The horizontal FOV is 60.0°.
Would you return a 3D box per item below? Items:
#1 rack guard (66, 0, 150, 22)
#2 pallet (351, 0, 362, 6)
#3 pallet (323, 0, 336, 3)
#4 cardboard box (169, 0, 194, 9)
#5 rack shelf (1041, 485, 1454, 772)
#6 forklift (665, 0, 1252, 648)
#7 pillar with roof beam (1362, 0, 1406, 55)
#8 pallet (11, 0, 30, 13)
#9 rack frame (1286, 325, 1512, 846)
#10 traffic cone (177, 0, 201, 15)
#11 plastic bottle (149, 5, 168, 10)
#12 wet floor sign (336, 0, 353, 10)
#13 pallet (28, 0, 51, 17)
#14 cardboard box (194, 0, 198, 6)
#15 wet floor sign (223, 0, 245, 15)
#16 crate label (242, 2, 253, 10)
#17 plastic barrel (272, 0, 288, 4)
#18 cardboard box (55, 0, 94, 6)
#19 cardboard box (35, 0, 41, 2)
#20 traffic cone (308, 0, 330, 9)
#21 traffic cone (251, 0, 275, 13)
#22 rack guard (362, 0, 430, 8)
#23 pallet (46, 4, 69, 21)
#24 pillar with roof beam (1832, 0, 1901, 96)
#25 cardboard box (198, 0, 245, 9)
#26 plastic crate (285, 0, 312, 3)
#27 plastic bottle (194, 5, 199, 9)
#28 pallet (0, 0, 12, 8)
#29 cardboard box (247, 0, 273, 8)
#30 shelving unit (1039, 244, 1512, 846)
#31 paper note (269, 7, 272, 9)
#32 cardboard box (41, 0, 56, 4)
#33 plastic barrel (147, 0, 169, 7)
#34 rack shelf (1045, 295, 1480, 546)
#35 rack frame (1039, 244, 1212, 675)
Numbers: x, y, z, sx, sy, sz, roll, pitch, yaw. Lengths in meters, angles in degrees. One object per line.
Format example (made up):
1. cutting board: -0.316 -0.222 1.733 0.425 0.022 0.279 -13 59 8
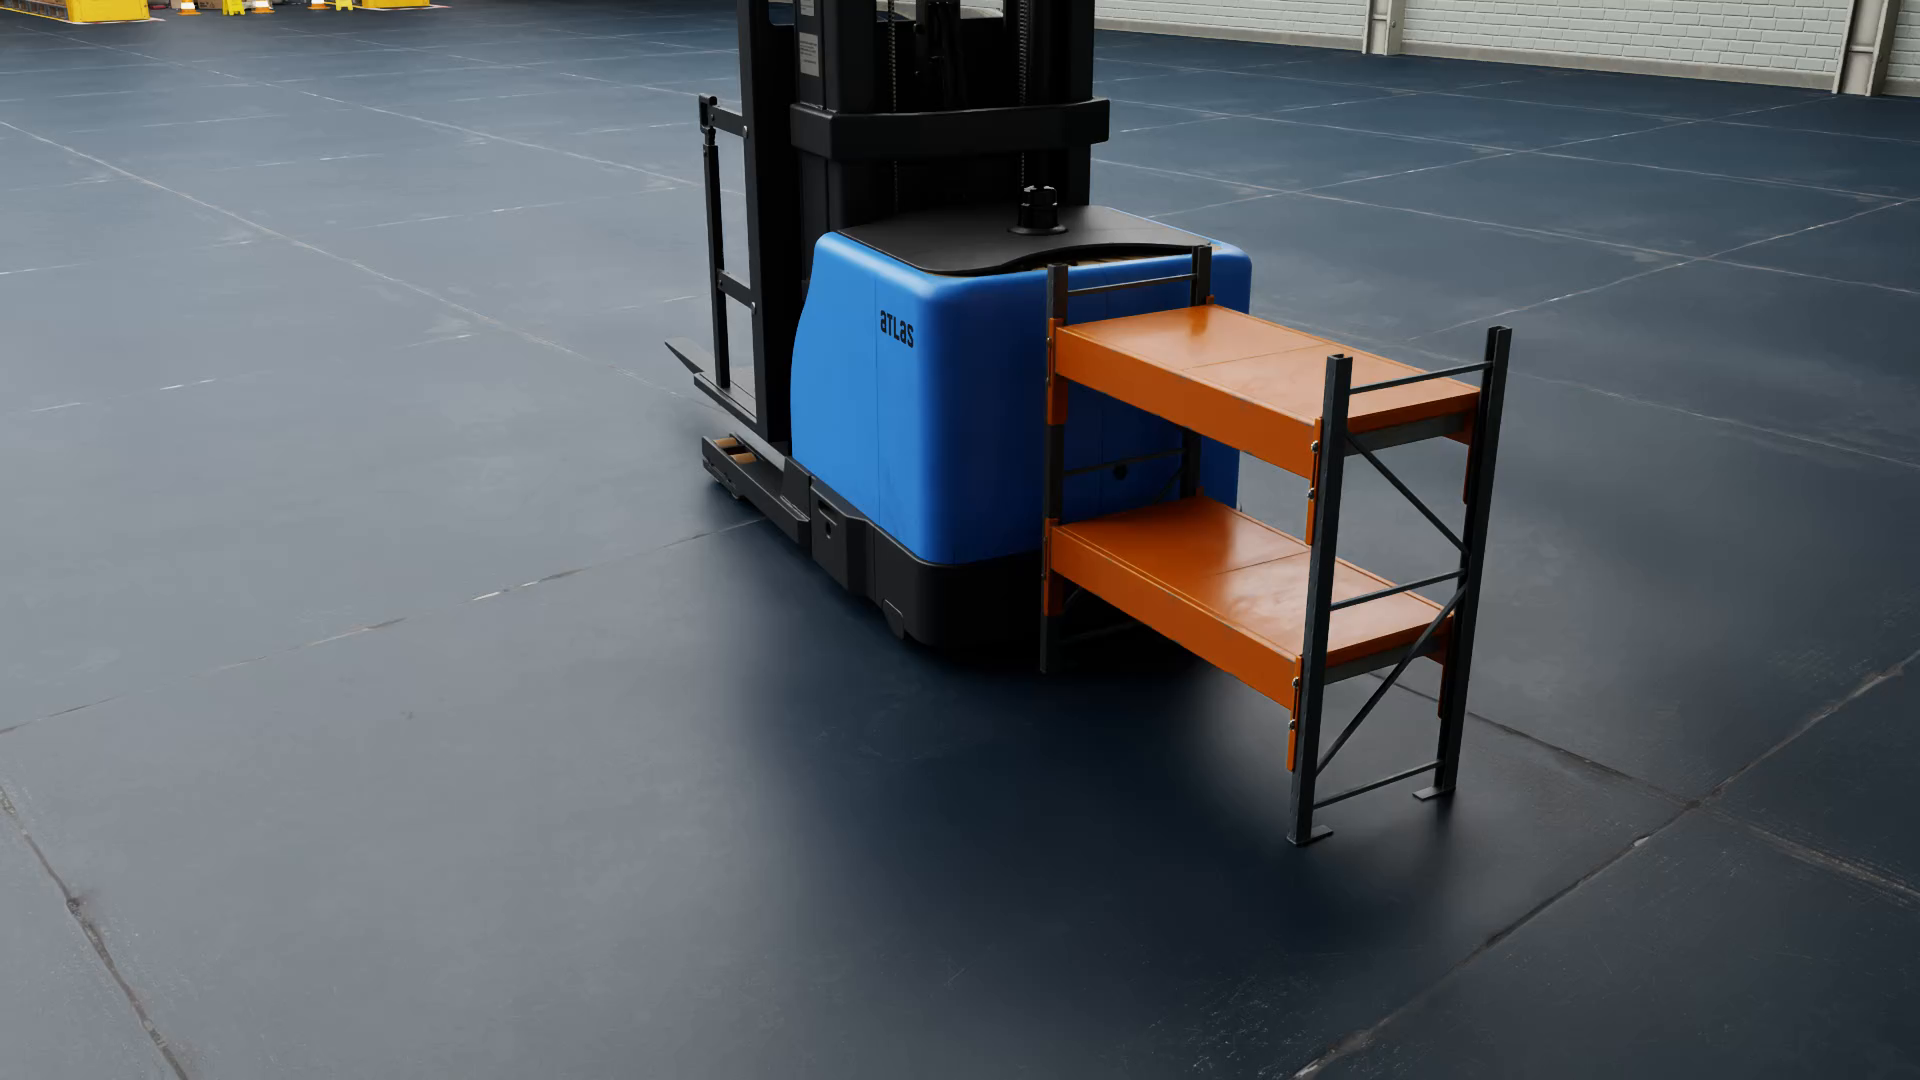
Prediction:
1. rack guard: -13.911 -8.745 27.126 1.175 0.500 0.348 -17 27 -37
2. pallet: -10.795 -10.077 30.923 1.003 0.211 1.213 -17 27 -37
3. pallet: -11.587 -10.414 31.784 1.003 0.211 1.213 -17 27 -37
4. cardboard box: -14.020 -9.711 29.914 0.396 0.266 0.258 -12 25 -28
5. rack shelf: 0.700 0.180 4.152 0.538 0.278 1.000 -12 24 -28
6. forklift: -0.277 -1.569 5.471 1.130 2.935 3.031 -10 24 -24
7. pillar with roof beam: 2.232 -9.507 17.417 9.100 9.000 0.400 -17 27 -37
8. pallet: -16.100 -9.493 29.433 1.003 0.211 1.213 -17 27 -37
9. rack frame: 0.960 0.112 3.656 0.500 1.125 0.032 -12 24 -28
10. traffic cone: -13.197 -9.219 28.387 0.336 0.463 0.334 -17 27 -37
11. plastic bottle: -14.284 -9.494 29.639 0.133 0.061 0.283 12 24 27
12. wet floor sign: -10.929 -9.718 29.412 0.267 0.644 0.232 -8 23 -19
13. pallet: -15.300 -9.156 28.572 1.003 0.211 1.213 -17 27 -37
14. cardboard box: -13.923 -10.162 30.552 0.797 0.637 0.503 -17 27 -37
15. wet floor sign: -12.407 -9.283 28.299 0.232 0.644 0.267 17 27 36
16. crate label: -12.679 -9.445 29.410 0.298 0.136 0.250 7 23 18
17. plastic barrel: -12.737 -10.132 30.773 0.512 0.421 0.421 0 21 -1
18. cardboard box: -14.419 -9.293 27.436 0.875 0.875 0.875 -17 27 -37
19. cardboard box: -15.588 -9.788 28.700 0.875 0.875 0.875 -17 27 -37
20. traffic cone: -11.500 -9.752 29.749 0.336 0.463 0.334 -17 27 -37
21. traffic cone: -12.119 -9.394 28.834 0.336 0.463 0.334 -17 27 -37
22. rack guard: -10.292 -9.979 30.276 1.175 0.500 0.348 -17 27 -37
23. pallet: -14.507 -8.819 27.712 1.003 0.211 1.213 -17 27 -37
24. pillar with roof beam: 6.149 -7.849 13.185 9.100 9.000 0.400 -17 27 -37
25. cardboard box: -13.307 -9.842 29.922 0.637 0.503 0.797 3 22 9
26. plastic crate: -12.450 -10.238 31.515 0.583 0.080 0.402 12 24 27
27. plastic bottle: -13.713 -9.497 29.648 0.283 0.061 0.133 12 24 27
28. pallet: -17.098 -9.917 30.515 1.003 0.211 1.213 -17 27 -37
29. cardboard box: -12.628 -9.675 29.983 0.380 0.149 0.250 -4 22 -10
30. shelving unit: 0.700 -0.048 4.063 0.538 1.125 1.048 -12 24 -28
31. paper note: -12.367 -9.527 29.765 0.142 0.019 0.148 12 24 27
32. cardboard box: -14.995 -9.536 28.055 0.875 0.875 0.875 -18 28 -38
33. plastic barrel: -14.635 -9.873 30.110 0.512 0.421 0.421 0 21 -1
34. rack shelf: 0.700 -0.320 3.956 0.538 0.278 1.000 -12 24 -28
35. rack frame: 0.441 -0.207 4.470 0.500 1.125 0.032 -12 24 -28
